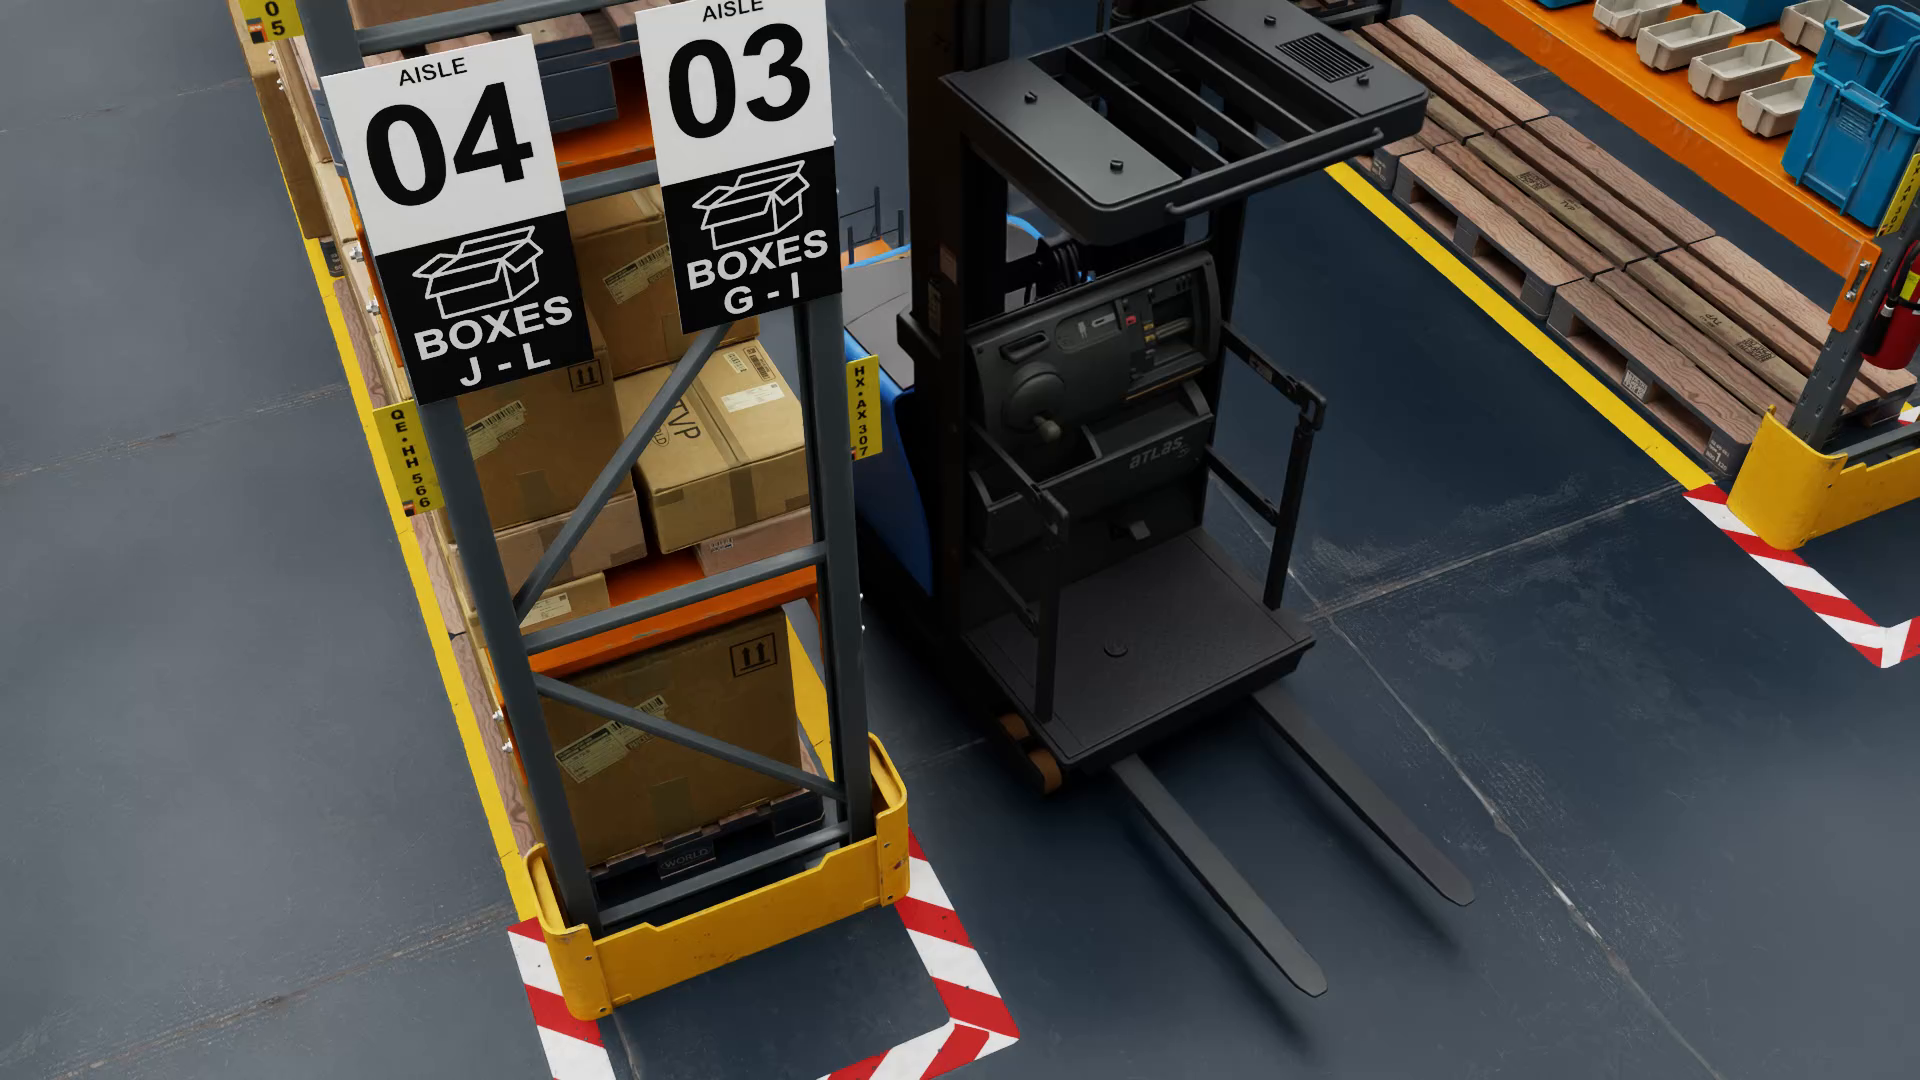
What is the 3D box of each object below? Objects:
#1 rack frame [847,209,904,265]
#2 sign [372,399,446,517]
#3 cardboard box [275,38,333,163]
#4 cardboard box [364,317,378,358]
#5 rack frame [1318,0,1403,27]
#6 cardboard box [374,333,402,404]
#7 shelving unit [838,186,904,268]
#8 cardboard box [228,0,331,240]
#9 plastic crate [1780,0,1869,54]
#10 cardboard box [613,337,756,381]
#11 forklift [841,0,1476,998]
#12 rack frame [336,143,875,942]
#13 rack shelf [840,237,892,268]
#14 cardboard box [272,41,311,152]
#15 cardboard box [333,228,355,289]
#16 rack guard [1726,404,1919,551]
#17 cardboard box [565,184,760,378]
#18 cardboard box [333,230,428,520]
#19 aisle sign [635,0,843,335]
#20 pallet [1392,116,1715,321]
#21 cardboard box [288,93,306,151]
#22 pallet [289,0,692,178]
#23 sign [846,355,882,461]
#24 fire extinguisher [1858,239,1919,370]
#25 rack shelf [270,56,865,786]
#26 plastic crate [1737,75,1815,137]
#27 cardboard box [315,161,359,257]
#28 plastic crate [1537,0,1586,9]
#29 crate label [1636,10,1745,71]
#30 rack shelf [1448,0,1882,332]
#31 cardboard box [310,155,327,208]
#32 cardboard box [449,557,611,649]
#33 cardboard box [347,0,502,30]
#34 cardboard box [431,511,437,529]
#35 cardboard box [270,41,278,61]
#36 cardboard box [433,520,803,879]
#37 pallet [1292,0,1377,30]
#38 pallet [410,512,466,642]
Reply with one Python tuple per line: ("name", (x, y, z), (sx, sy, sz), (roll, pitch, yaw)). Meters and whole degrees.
("rack frame", (-0.319, -0.787, 6.693), (0.240, 1.200, 0.006), (-23, 49, -22))
("sign", (-1.256, -0.184, 3.808), (0.100, 0.325, 0.005), (-18, 47, -17))
("cardboard box", (-2.047, -1.681, 5.679), (0.500, 0.500, 0.500), (-19, 48, -19))
("cardboard box", (-1.747, -0.695, 5.498), (0.380, 0.149, 0.250), (-18, 47, -17))
("rack frame", (2.054, -3.851, 8.517), (1.000, 3.000, 0.127), (-18, 47, -17))
("cardboard box", (-1.415, -0.446, 4.961), (0.500, 0.250, 0.500), (-19, 48, -18))
("shelving unit", (-0.367, -0.842, 6.749), (0.258, 1.200, 0.189), (-23, 49, -22))
("cardboard box", (-2.727, -2.183, 8.041), (1.225, 0.875, 0.875), (-18, 47, -17))
("plastic crate", (3.586, -2.145, 6.933), (0.250, 0.136, 0.298), (-18, 47, -17))
("cardboard box", (-0.939, -0.607, 5.124), (0.500, 0.250, 0.500), (-19, 48, -18))
("forklift", (0.562, -0.528, 5.198), (1.130, 2.935, 3.031), (-23, 49, -22))
("rack frame", (-0.758, 0.161, 4.451), (1.000, 3.000, 0.127), (-18, 47, -17))
("rack shelf", (-0.368, -1.066, 6.527), (0.258, 0.103, 0.180), (-23, 49, -22))
("cardboard box", (-2.275, -1.746, 6.278), (0.500, 0.250, 0.500), (-18, 47, -18))
("cardboard box", (-1.960, -1.019, 5.826), (0.380, 0.149, 0.250), (-19, 48, -19))
("rack guard", (3.758, -0.401, 6.800), (1.175, 0.500, 0.348), (-18, 47, -17))
("cardboard box", (-0.925, -0.863, 4.850), (0.500, 0.500, 0.500), (-19, 48, -18))
("cardboard box", (-1.857, -0.764, 6.602), (0.875, 0.875, 0.875), (-18, 47, -17))
("aisle sign", (-0.456, -0.807, 3.582), (0.394, 0.787, 0.004), (-18, 47, -17))
("pallet", (2.915, -1.623, 8.244), (1.003, 0.211, 1.213), (-18, 47, -17))
("cardboard box", (-2.395, -1.677, 6.493), (0.380, 0.149, 0.250), (-17, 47, -16))
("pallet", (-1.079, -1.345, 3.905), (1.003, 0.211, 1.213), (-18, 47, -17))
("sign", (-0.252, -0.336, 4.282), (0.100, 0.325, 0.005), (-18, 47, -17))
("fire extinguisher", (3.387, -0.911, 5.859), (0.296, 0.674, 0.183), (-18, 47, -17))
("rack shelf", (-1.599, -0.858, 5.996), (1.077, 0.370, 4.000), (-18, 47, -17))
("plastic crate", (3.229, -1.696, 6.478), (0.396, 0.136, 0.243), (-18, 47, -17))
("cardboard box", (-1.852, -1.101, 5.625), (0.500, 0.250, 0.500), (-18, 47, -17))
("plastic crate", (2.640, -2.497, 7.221), (0.416, 0.233, 0.300), (-18, 47, -17))
("crate label", (2.981, -2.055, 6.842), (0.396, 0.136, 0.243), (-18, 47, -17))
("rack shelf", (2.895, -2.320, 7.478), (1.077, 0.370, 4.000), (-18, 47, -17))
("cardboard box", (-2.176, -1.347, 6.158), (0.380, 0.149, 0.250), (-19, 48, -18))
("cardboard box", (-1.207, 0.120, 4.671), (0.380, 0.149, 0.250), (-17, 47, -17))
("cardboard box", (-1.025, -1.443, 3.500), (0.700, 0.500, 0.500), (-21, 48, -20))
("cardboard box", (-1.422, -0.206, 5.002), (0.380, 0.149, 0.250), (-18, 47, -17))
("cardboard box", (-2.617, -2.012, 6.832), (0.380, 0.149, 0.250), (-18, 47, -17))
("cardboard box", (-1.100, 0.383, 5.440), (0.875, 0.875, 0.875), (-18, 47, -17))
("pallet", (1.767, -3.362, 10.007), (1.003, 0.211, 1.213), (-18, 47, -17))
("pallet", (-1.674, -0.109, 6.711), (1.003, 0.211, 1.213), (-18, 47, -17))
